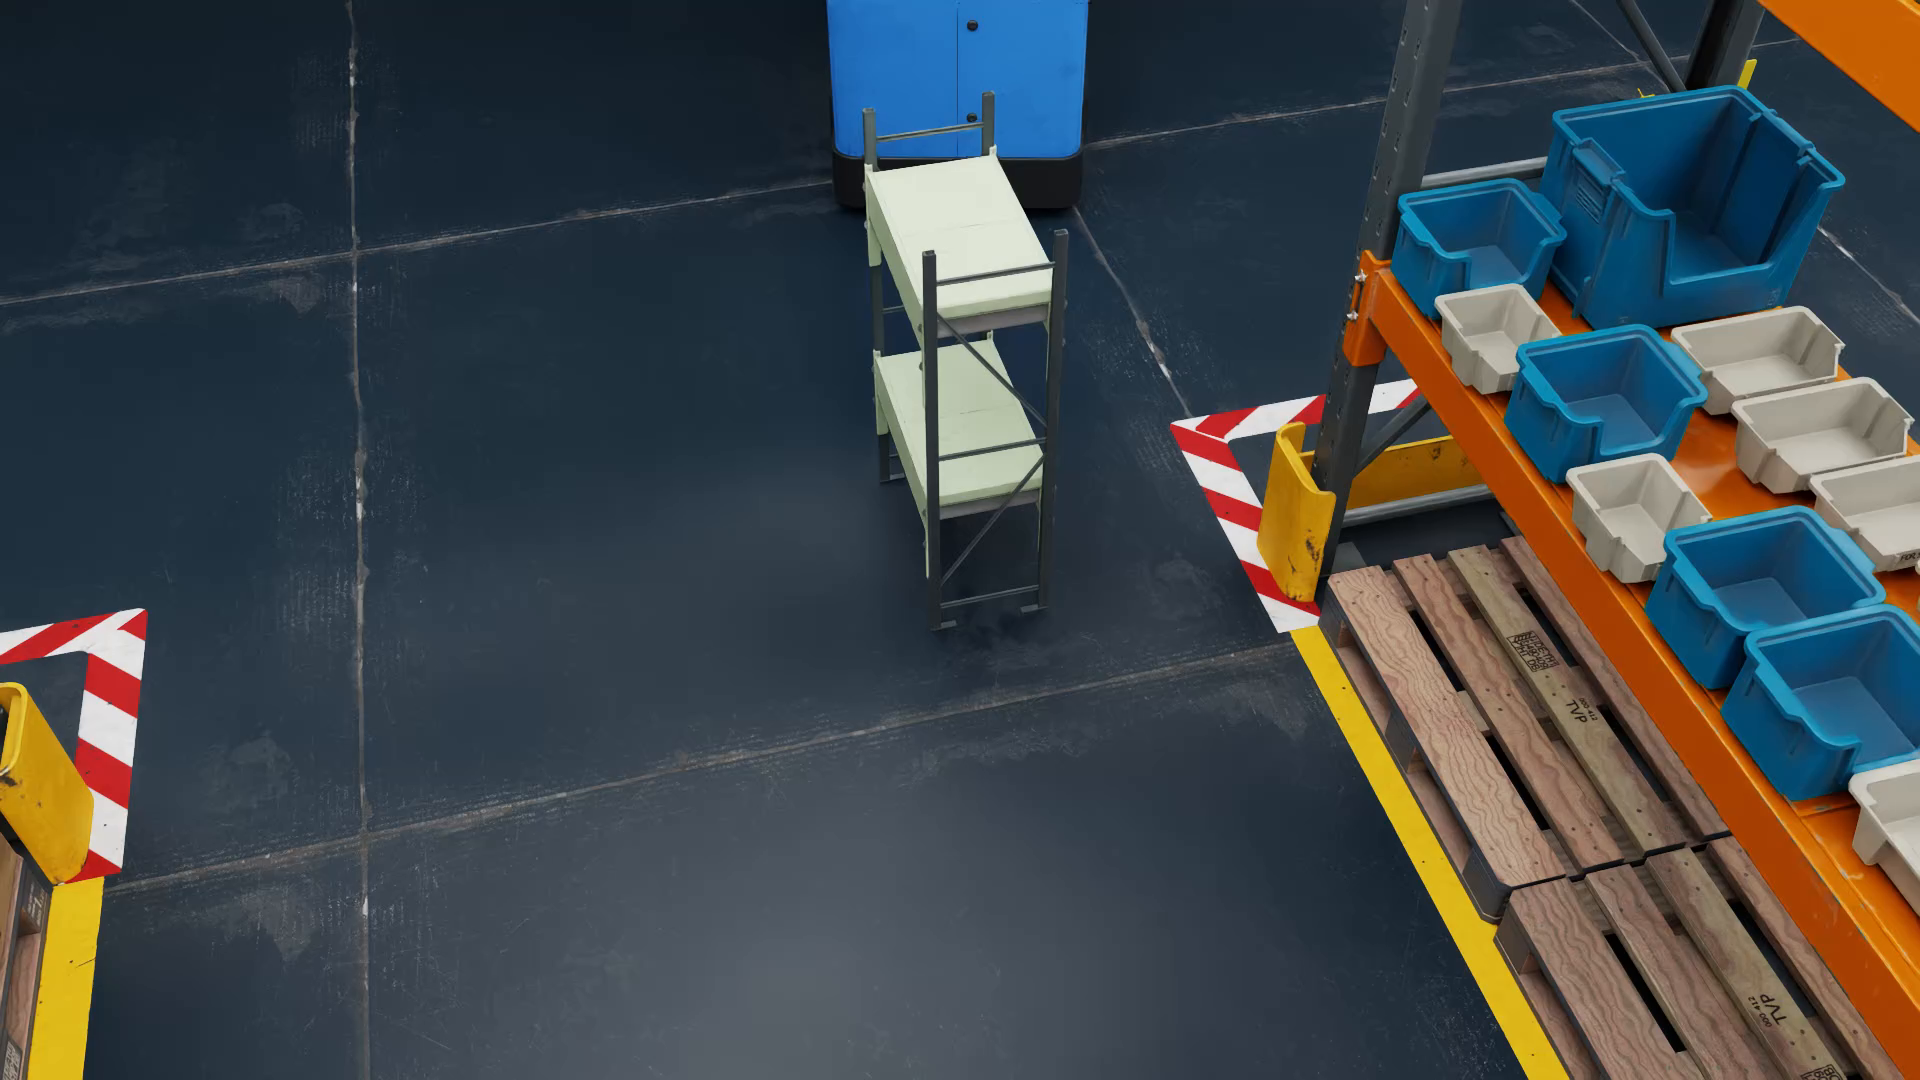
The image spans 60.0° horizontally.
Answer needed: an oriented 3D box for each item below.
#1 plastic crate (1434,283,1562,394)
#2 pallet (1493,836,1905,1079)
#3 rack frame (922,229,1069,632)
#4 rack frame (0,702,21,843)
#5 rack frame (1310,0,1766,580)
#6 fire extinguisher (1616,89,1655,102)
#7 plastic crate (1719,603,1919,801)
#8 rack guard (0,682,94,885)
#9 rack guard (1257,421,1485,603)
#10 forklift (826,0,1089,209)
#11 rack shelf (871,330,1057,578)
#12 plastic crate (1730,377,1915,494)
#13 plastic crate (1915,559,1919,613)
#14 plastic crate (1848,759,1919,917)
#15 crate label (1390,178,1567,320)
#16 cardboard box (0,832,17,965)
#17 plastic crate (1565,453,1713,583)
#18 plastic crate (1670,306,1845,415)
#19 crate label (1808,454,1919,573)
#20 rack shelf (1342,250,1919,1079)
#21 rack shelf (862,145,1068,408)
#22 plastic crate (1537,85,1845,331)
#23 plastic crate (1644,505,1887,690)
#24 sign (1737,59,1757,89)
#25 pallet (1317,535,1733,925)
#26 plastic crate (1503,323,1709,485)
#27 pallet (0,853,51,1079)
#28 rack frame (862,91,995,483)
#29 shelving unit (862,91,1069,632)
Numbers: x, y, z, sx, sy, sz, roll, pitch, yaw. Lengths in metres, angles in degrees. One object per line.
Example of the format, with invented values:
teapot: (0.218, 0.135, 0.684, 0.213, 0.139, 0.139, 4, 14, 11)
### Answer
plastic crate: (1.383, -0.503, 4.285, 0.250, 0.136, 0.298, -11, 47, -10)
pallet: (2.119, 1.351, 4.278, 1.003, 0.211, 1.213, -11, 47, -10)
rack frame: (0.095, -0.268, 4.962, 0.400, 1.500, 0.023, -11, 47, -10)
rack frame: (-3.153, -0.139, 3.786, 1.000, 3.000, 0.127, -11, 47, -10)
rack frame: (1.636, -1.042, 4.671, 1.000, 3.000, 0.127, -11, 47, -10)
fire extinguisher: (2.037, -1.071, 5.015, 0.296, 0.674, 0.183, -11, 47, -10)
plastic crate: (1.795, 0.343, 3.389, 0.416, 0.233, 0.300, -11, 47, -10)
rack guard: (-3.134, 0.789, 4.627, 1.175, 0.500, 0.348, -11, 47, -10)
rack guard: (1.618, -0.181, 5.577, 1.175, 0.500, 0.348, -11, 47, -10)
forklift: (0.003, -3.458, 7.087, 1.130, 2.935, 3.031, 0, 46, 0)
rack shelf: (0.002, -0.292, 5.443, 0.431, 0.370, 0.720, -11, 47, -10)
plastic crate: (2.080, -0.238, 4.025, 0.396, 0.136, 0.243, -11, 47, -10)
plastic crate: (2.269, 0.151, 3.644, 0.298, 0.136, 0.250, -11, 47, -10)
plastic crate: (1.924, 0.644, 3.161, 0.293, 0.136, 0.466, -11, 47, -10)
crate label: (1.381, -0.773, 4.483, 0.416, 0.233, 0.303, -11, 47, -10)
cardboard box: (-2.776, 0.913, 4.197, 0.500, 0.500, 0.500, -11, 47, -10)
plastic crate: (1.557, -0.035, 3.827, 0.250, 0.136, 0.298, -11, 47, -10)
plastic crate: (2.020, -0.440, 4.224, 0.396, 0.136, 0.243, -11, 47, -10)
crate label: (2.175, -0.050, 3.841, 0.396, 0.136, 0.243, -11, 47, -10)
rack shelf: (2.148, 0.591, 3.574, 1.077, 0.370, 4.000, -11, 47, -10)
rack shelf: (0.002, -0.793, 4.931, 0.431, 0.370, 0.720, -11, 47, -10)
plastic crate: (1.903, -0.878, 4.443, 0.616, 0.435, 0.499, -11, 47, -10)
plastic crate: (1.718, 0.136, 3.592, 0.416, 0.233, 0.300, -11, 47, -10)
sign: (2.164, -1.211, 4.722, 0.100, 0.325, 0.005, -11, 47, -10)
pallet: (1.810, 0.511, 5.102, 1.003, 0.211, 1.213, -11, 47, -10)
plastic crate: (1.550, -0.319, 4.038, 0.416, 0.233, 0.300, -11, 47, -10)
pallet: (-2.929, 1.440, 4.191, 1.003, 0.211, 1.213, -11, 47, -10)
rack frame: (-0.092, -0.773, 5.457, 0.400, 1.500, 0.023, -11, 47, -10)
shelving unit: (0.002, -0.520, 5.210, 0.431, 1.500, 0.755, -11, 47, -10)
